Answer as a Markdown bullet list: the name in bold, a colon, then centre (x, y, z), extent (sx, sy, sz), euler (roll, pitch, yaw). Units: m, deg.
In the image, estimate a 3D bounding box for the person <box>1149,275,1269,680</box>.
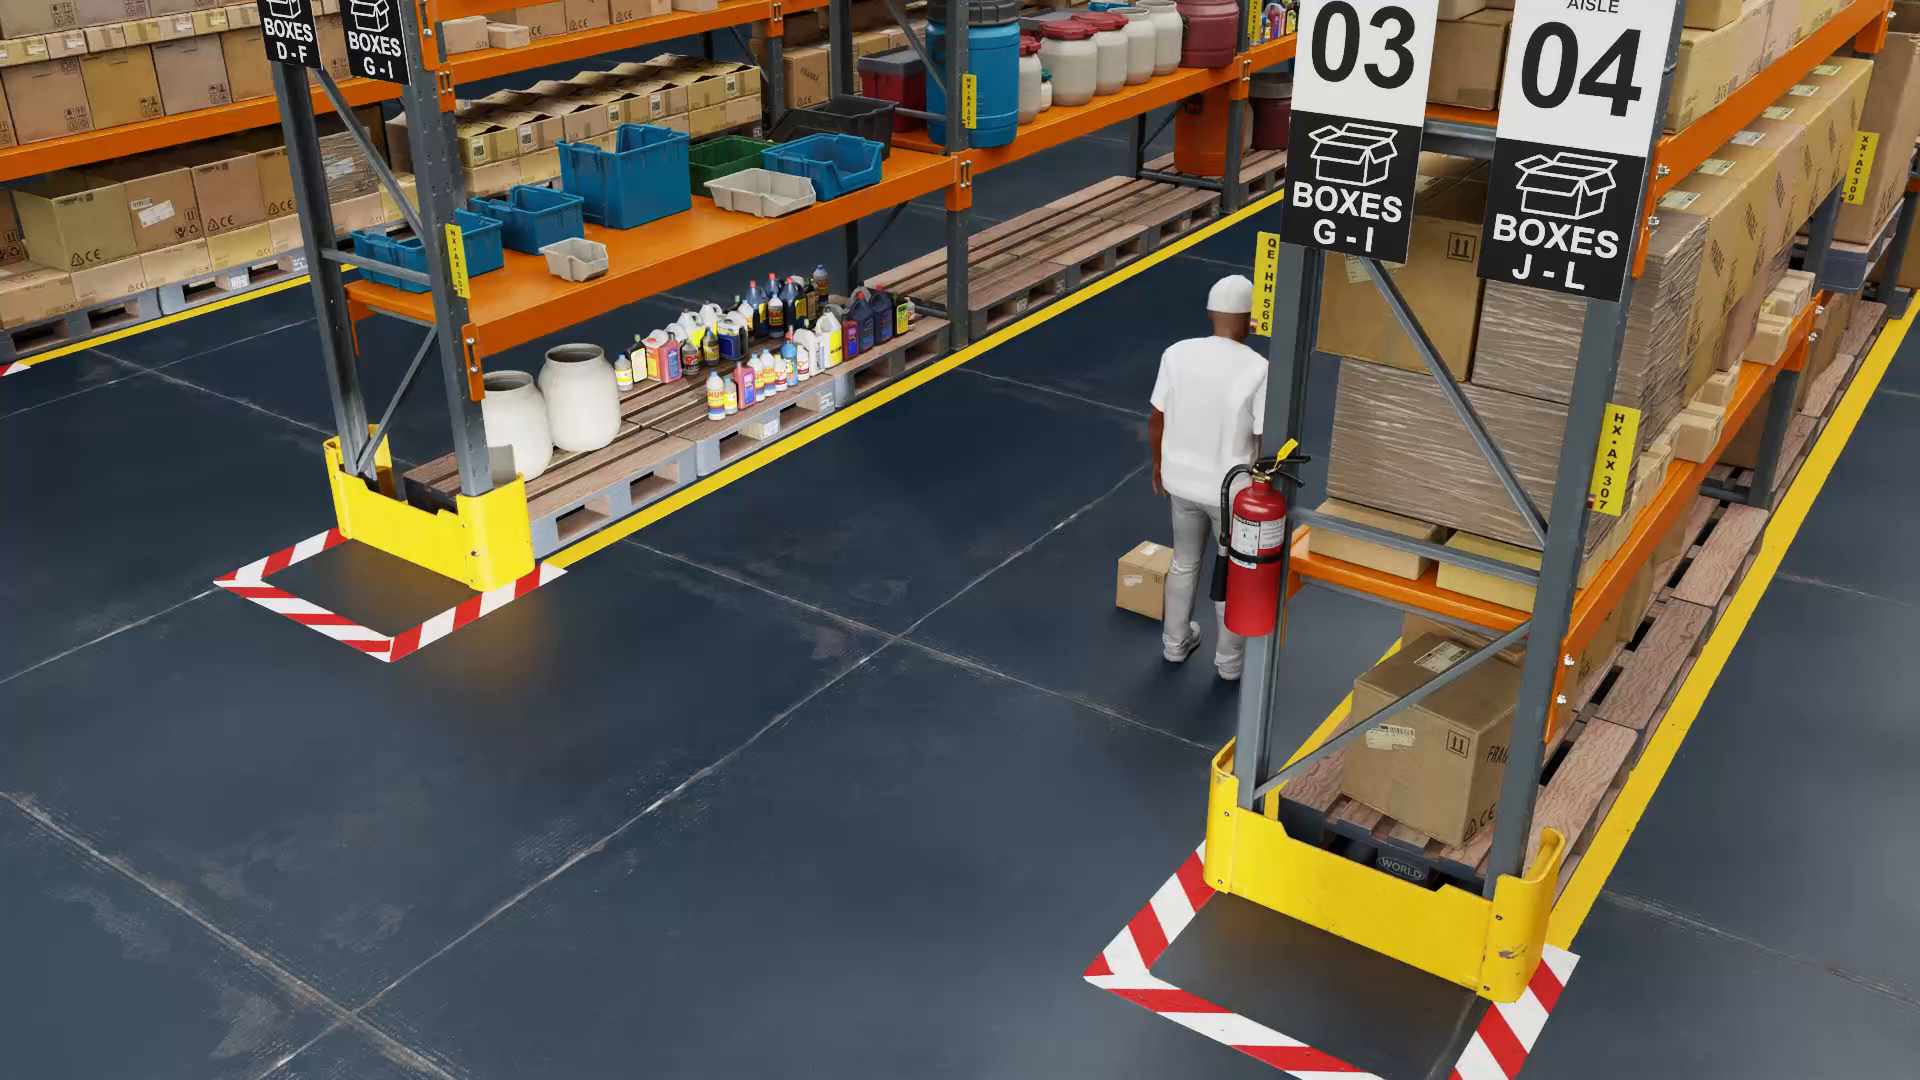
- **person**: centre (1.103, -0.261, 7.117), extent (0.636, 1.757, 0.462), euler (19, 32, 32)
